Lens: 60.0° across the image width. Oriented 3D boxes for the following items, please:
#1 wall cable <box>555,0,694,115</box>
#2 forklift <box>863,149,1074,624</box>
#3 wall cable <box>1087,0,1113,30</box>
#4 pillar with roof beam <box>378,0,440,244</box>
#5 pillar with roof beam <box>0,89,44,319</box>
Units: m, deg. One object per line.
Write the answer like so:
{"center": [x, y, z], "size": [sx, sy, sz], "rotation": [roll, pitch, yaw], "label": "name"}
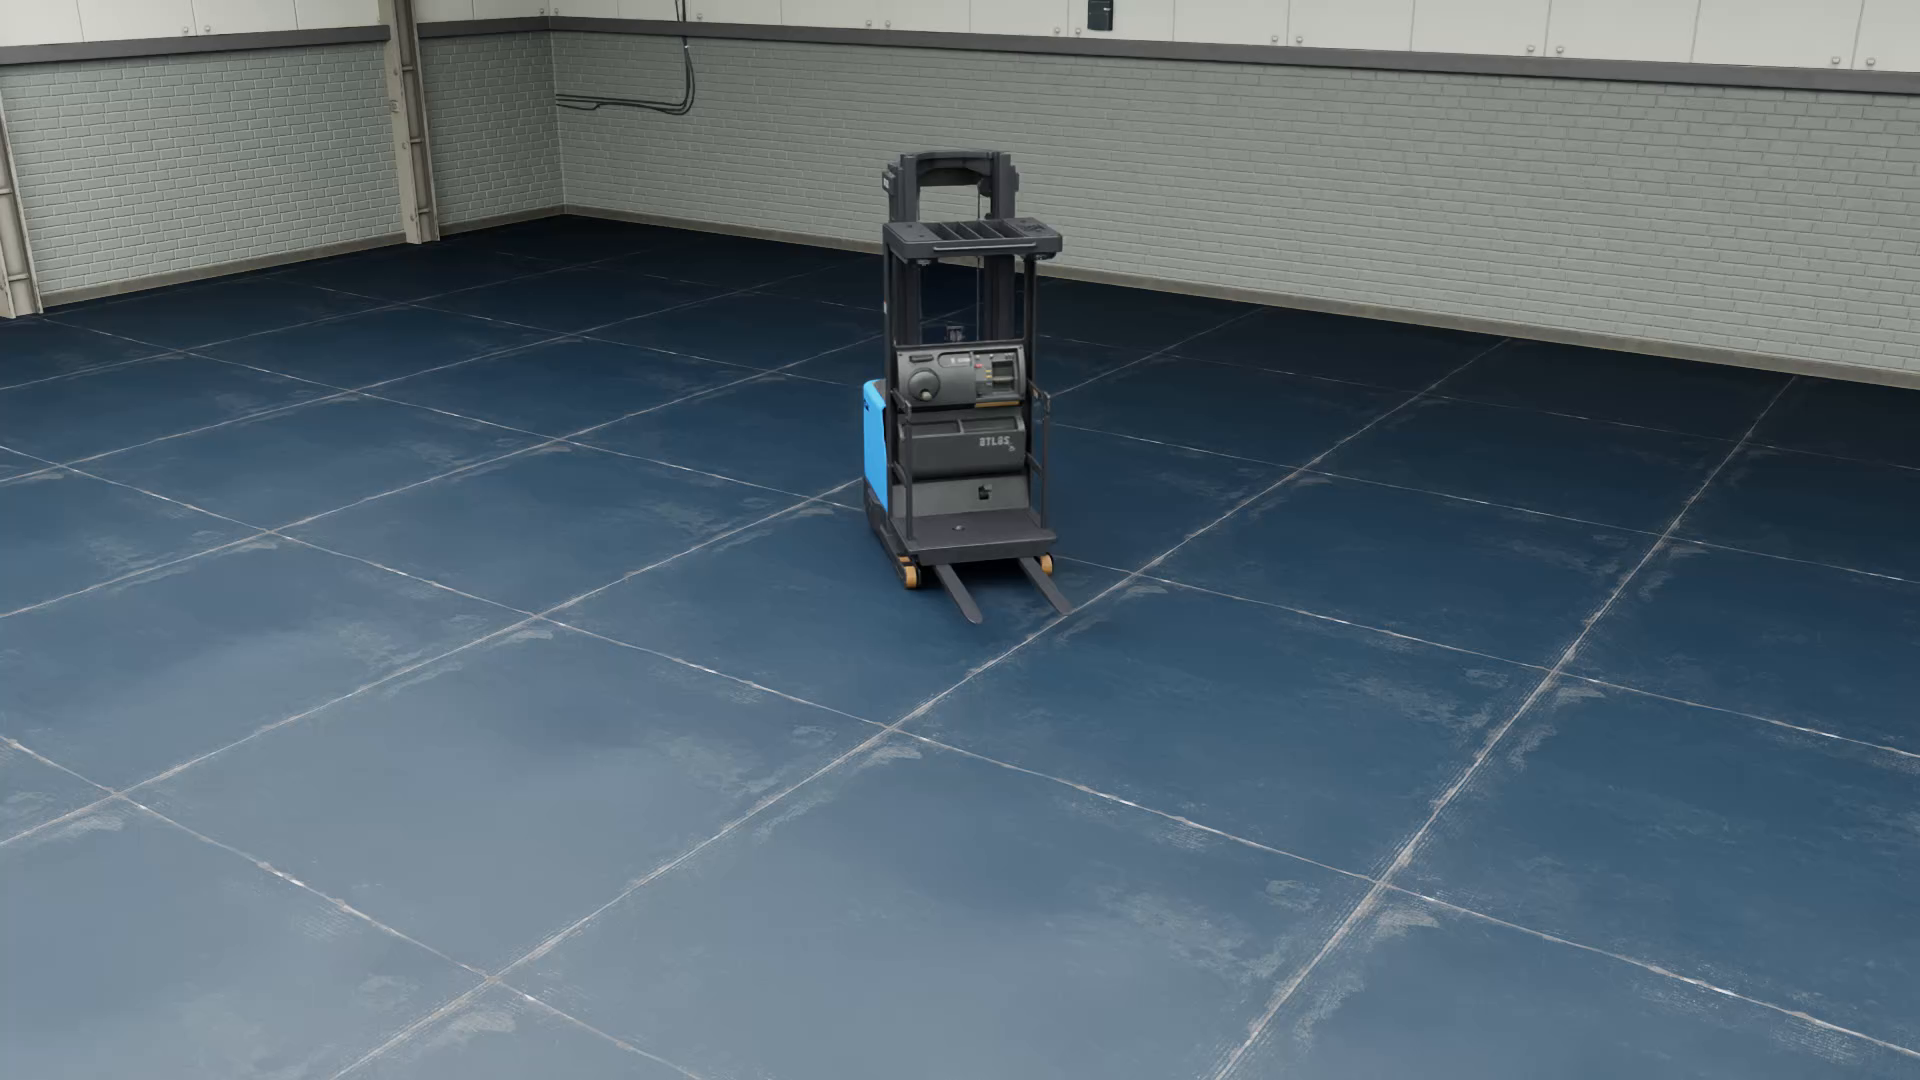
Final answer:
{"center": [-5.272, -7.816, 25.399], "size": [3.097, 2.526, 0.112], "rotation": [13, 24, 32], "label": "wall cable"}
{"center": [0.063, -1.171, 11.705], "size": [1.130, 2.935, 3.031], "rotation": [-5, 21, -12], "label": "forklift"}
{"center": [2.571, -9.011, 19.253], "size": [2.305, 6.003, 0.169], "rotation": [13, 24, 32], "label": "wall cable"}
{"center": [-4.461, -7.845, 21.003], "size": [9.100, 9.000, 0.400], "rotation": [13, 24, 32], "label": "pillar with roof beam"}
{"center": [-7.834, -6.124, 16.349], "size": [9.100, 9.000, 0.400], "rotation": [13, 24, 32], "label": "pillar with roof beam"}
